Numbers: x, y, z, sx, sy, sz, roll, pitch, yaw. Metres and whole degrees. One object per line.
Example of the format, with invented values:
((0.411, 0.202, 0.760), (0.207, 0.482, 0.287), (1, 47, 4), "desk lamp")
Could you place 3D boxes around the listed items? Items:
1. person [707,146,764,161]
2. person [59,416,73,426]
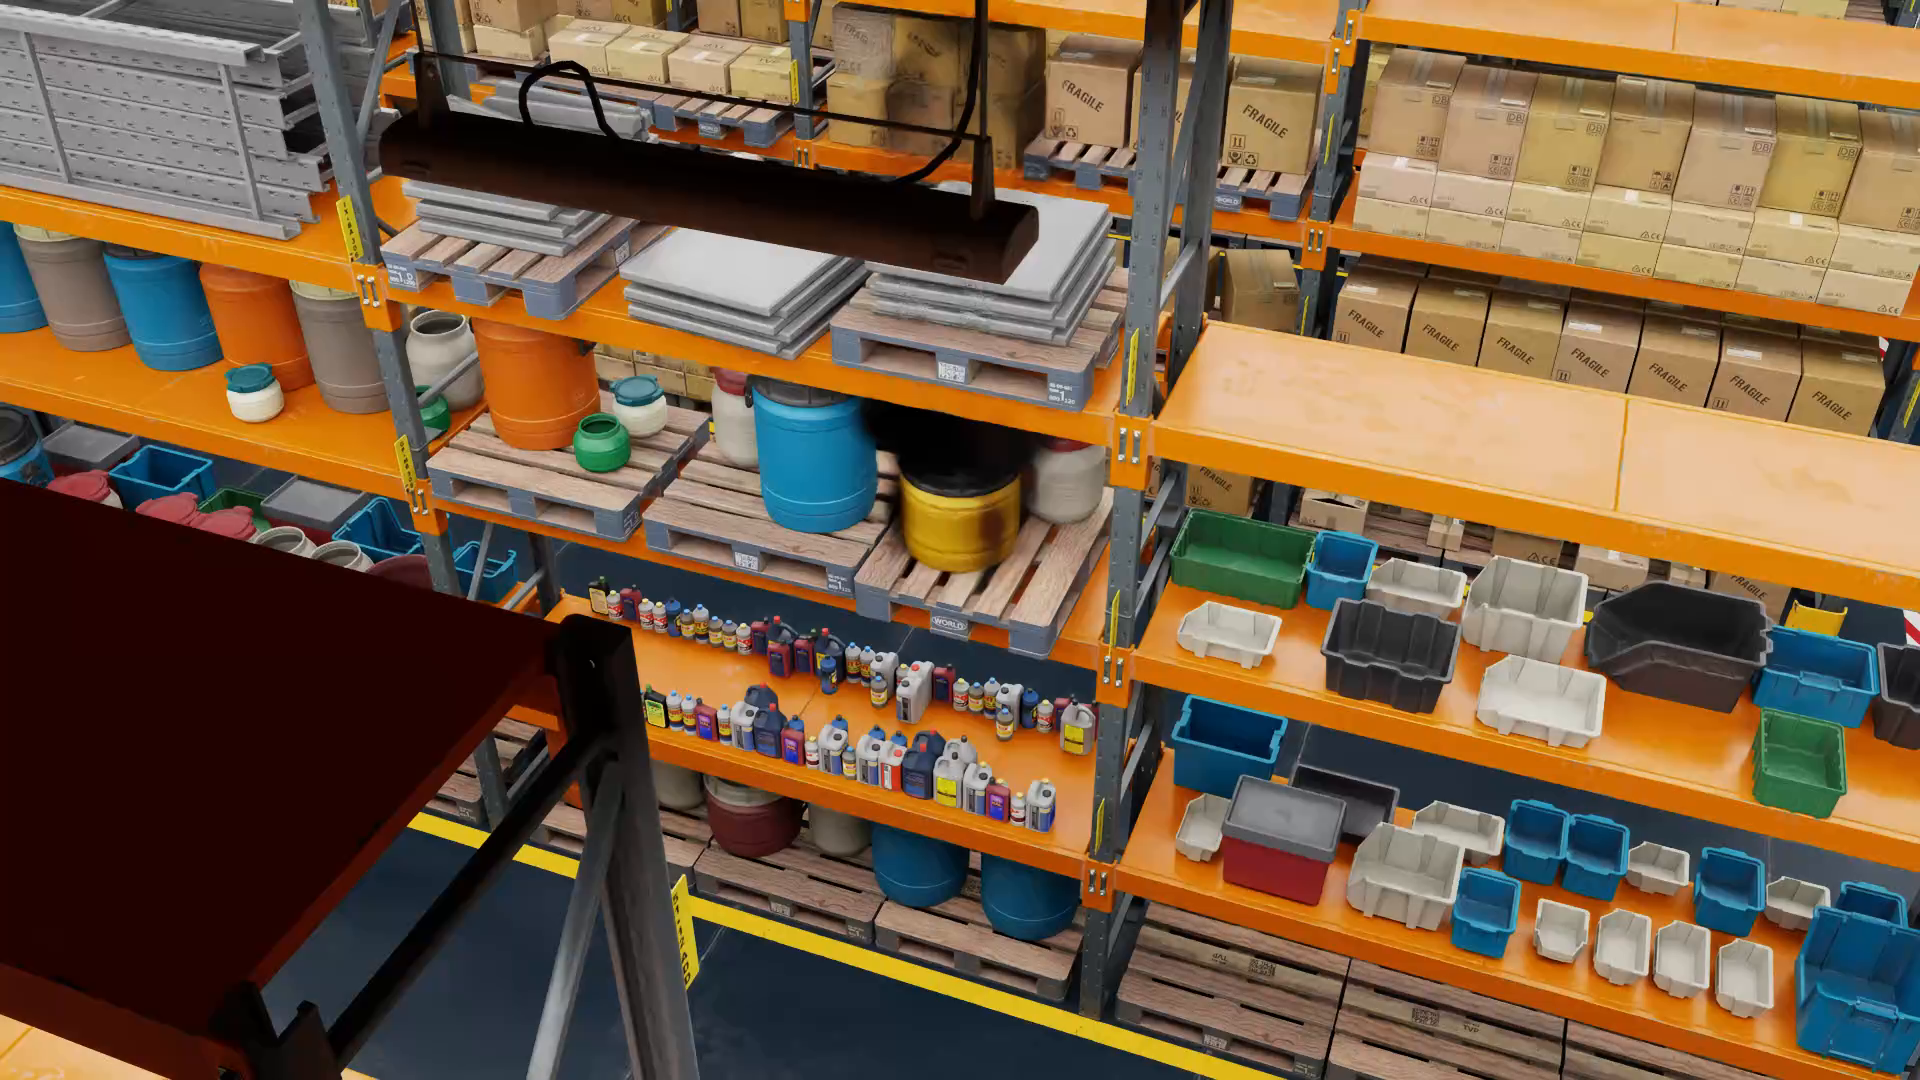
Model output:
((-2.079, -3.220, 16.448), (0.811, 1.564, 0.688), (0, 36, 0), "person")
((-6.679, -0.725, 13.042), (0.608, 1.608, 0.677), (23, 42, 28), "person")
